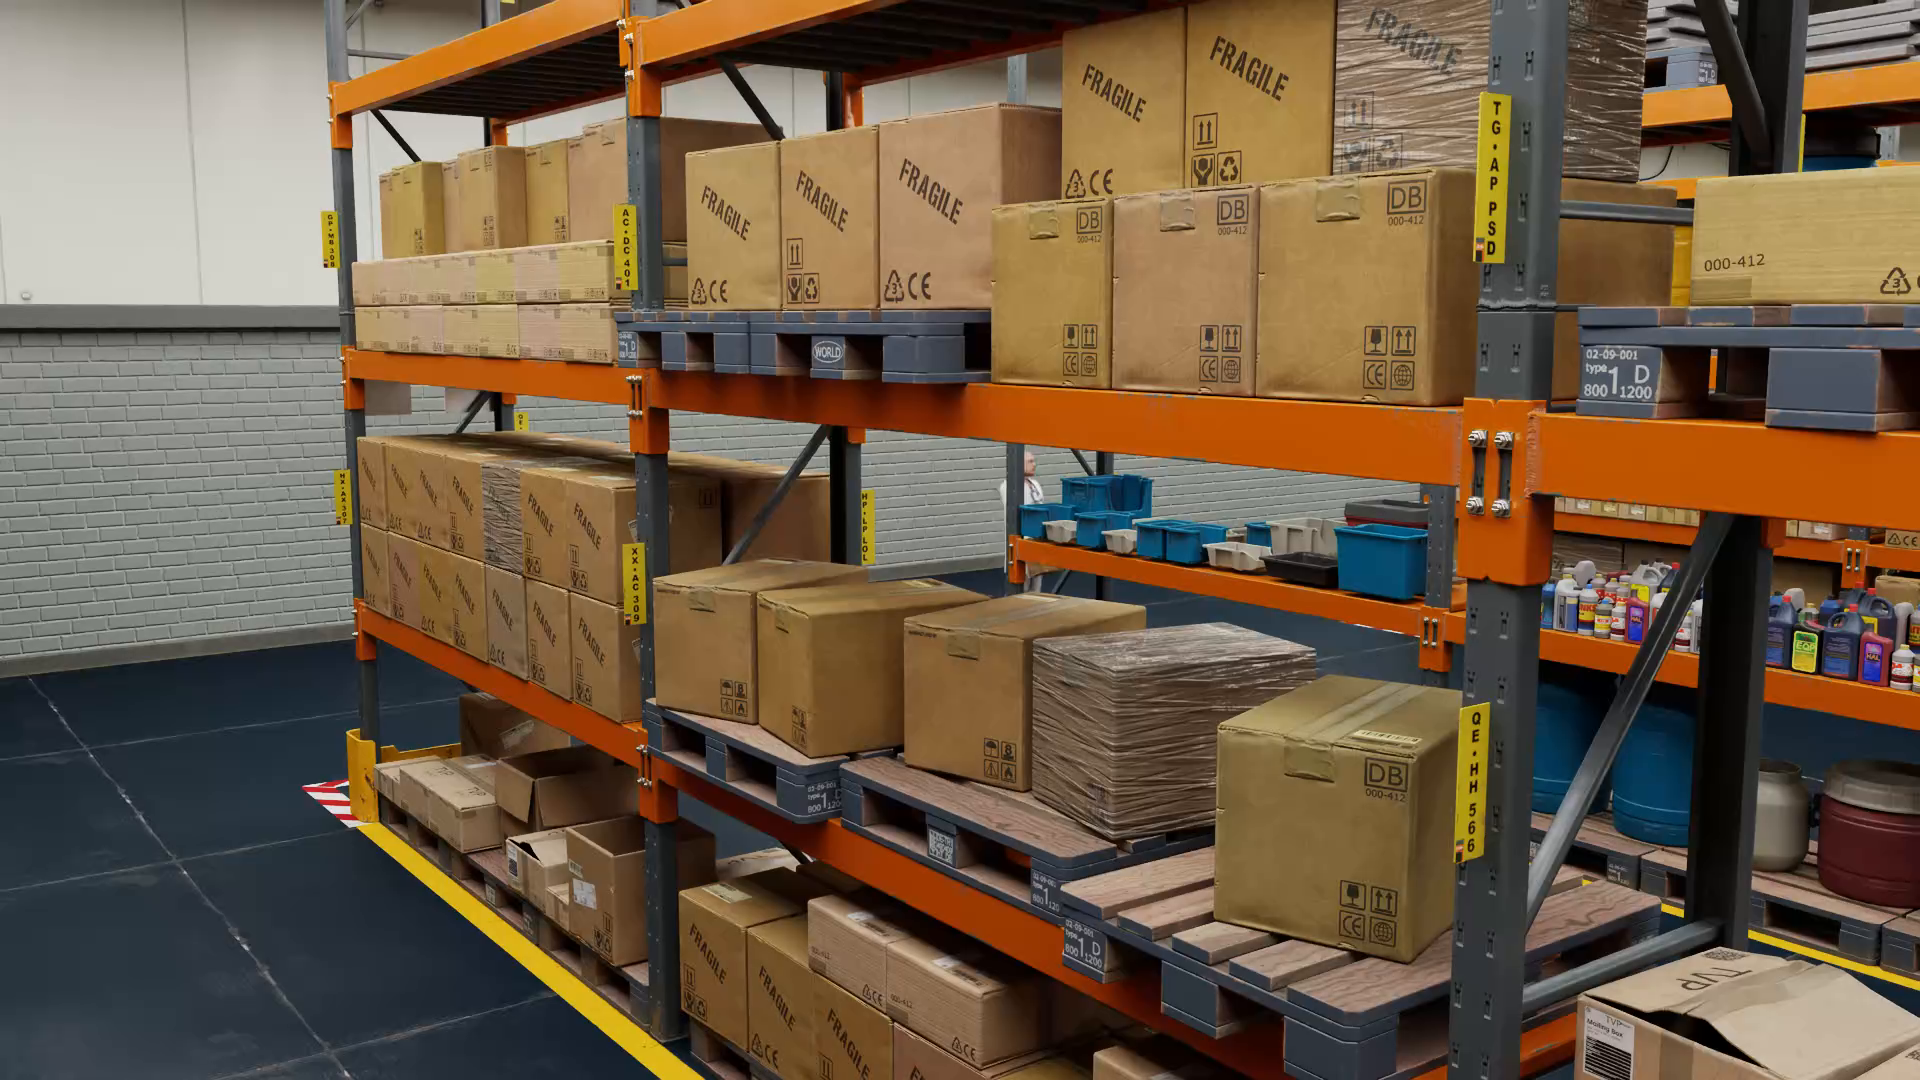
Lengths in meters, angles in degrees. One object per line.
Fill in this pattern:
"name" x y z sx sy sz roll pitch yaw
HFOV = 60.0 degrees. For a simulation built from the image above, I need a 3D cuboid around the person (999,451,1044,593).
"person" 0.643 0.079 15.206 0.469 1.783 0.606 6 9 36
